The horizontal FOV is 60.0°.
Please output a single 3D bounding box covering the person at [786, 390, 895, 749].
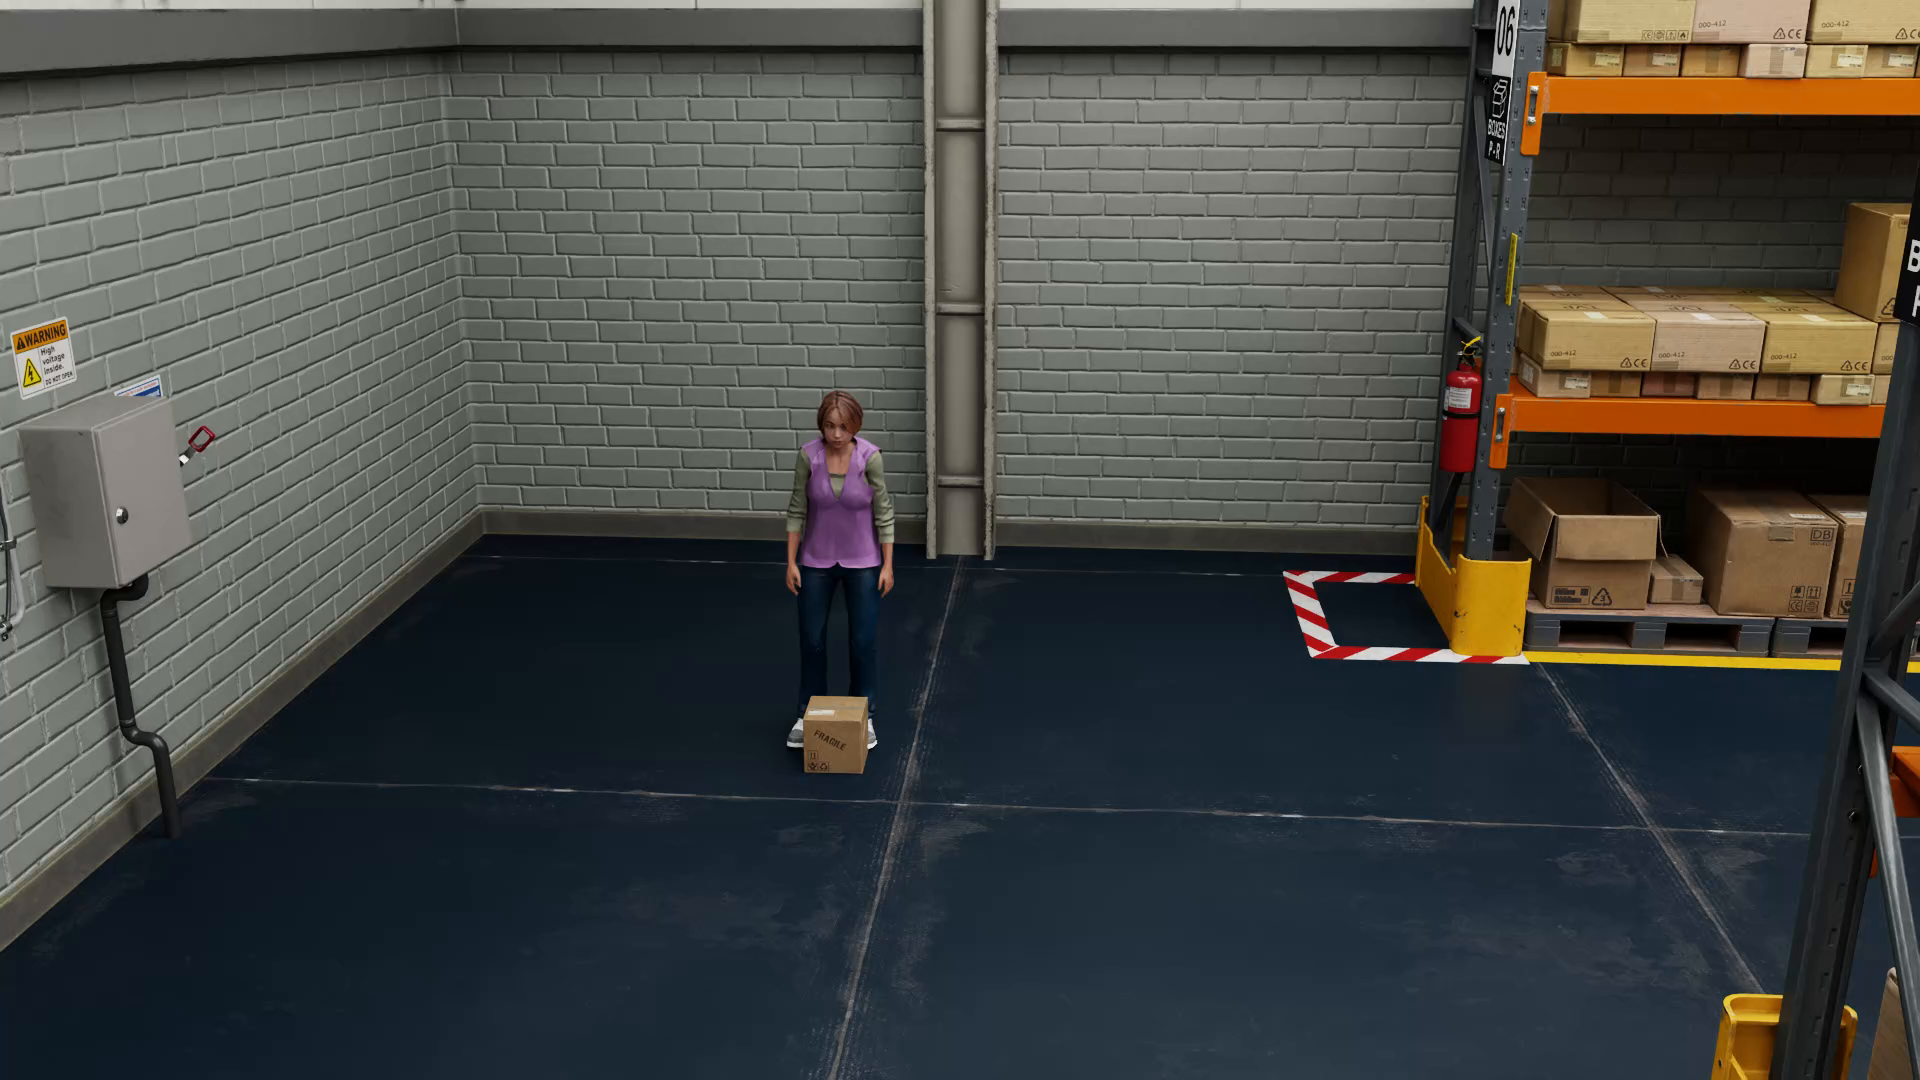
[{"bbox_3d":[-0.520,0.124,7.181,0.481,1.594,0.343,1,18,2],"label":"person"}]
